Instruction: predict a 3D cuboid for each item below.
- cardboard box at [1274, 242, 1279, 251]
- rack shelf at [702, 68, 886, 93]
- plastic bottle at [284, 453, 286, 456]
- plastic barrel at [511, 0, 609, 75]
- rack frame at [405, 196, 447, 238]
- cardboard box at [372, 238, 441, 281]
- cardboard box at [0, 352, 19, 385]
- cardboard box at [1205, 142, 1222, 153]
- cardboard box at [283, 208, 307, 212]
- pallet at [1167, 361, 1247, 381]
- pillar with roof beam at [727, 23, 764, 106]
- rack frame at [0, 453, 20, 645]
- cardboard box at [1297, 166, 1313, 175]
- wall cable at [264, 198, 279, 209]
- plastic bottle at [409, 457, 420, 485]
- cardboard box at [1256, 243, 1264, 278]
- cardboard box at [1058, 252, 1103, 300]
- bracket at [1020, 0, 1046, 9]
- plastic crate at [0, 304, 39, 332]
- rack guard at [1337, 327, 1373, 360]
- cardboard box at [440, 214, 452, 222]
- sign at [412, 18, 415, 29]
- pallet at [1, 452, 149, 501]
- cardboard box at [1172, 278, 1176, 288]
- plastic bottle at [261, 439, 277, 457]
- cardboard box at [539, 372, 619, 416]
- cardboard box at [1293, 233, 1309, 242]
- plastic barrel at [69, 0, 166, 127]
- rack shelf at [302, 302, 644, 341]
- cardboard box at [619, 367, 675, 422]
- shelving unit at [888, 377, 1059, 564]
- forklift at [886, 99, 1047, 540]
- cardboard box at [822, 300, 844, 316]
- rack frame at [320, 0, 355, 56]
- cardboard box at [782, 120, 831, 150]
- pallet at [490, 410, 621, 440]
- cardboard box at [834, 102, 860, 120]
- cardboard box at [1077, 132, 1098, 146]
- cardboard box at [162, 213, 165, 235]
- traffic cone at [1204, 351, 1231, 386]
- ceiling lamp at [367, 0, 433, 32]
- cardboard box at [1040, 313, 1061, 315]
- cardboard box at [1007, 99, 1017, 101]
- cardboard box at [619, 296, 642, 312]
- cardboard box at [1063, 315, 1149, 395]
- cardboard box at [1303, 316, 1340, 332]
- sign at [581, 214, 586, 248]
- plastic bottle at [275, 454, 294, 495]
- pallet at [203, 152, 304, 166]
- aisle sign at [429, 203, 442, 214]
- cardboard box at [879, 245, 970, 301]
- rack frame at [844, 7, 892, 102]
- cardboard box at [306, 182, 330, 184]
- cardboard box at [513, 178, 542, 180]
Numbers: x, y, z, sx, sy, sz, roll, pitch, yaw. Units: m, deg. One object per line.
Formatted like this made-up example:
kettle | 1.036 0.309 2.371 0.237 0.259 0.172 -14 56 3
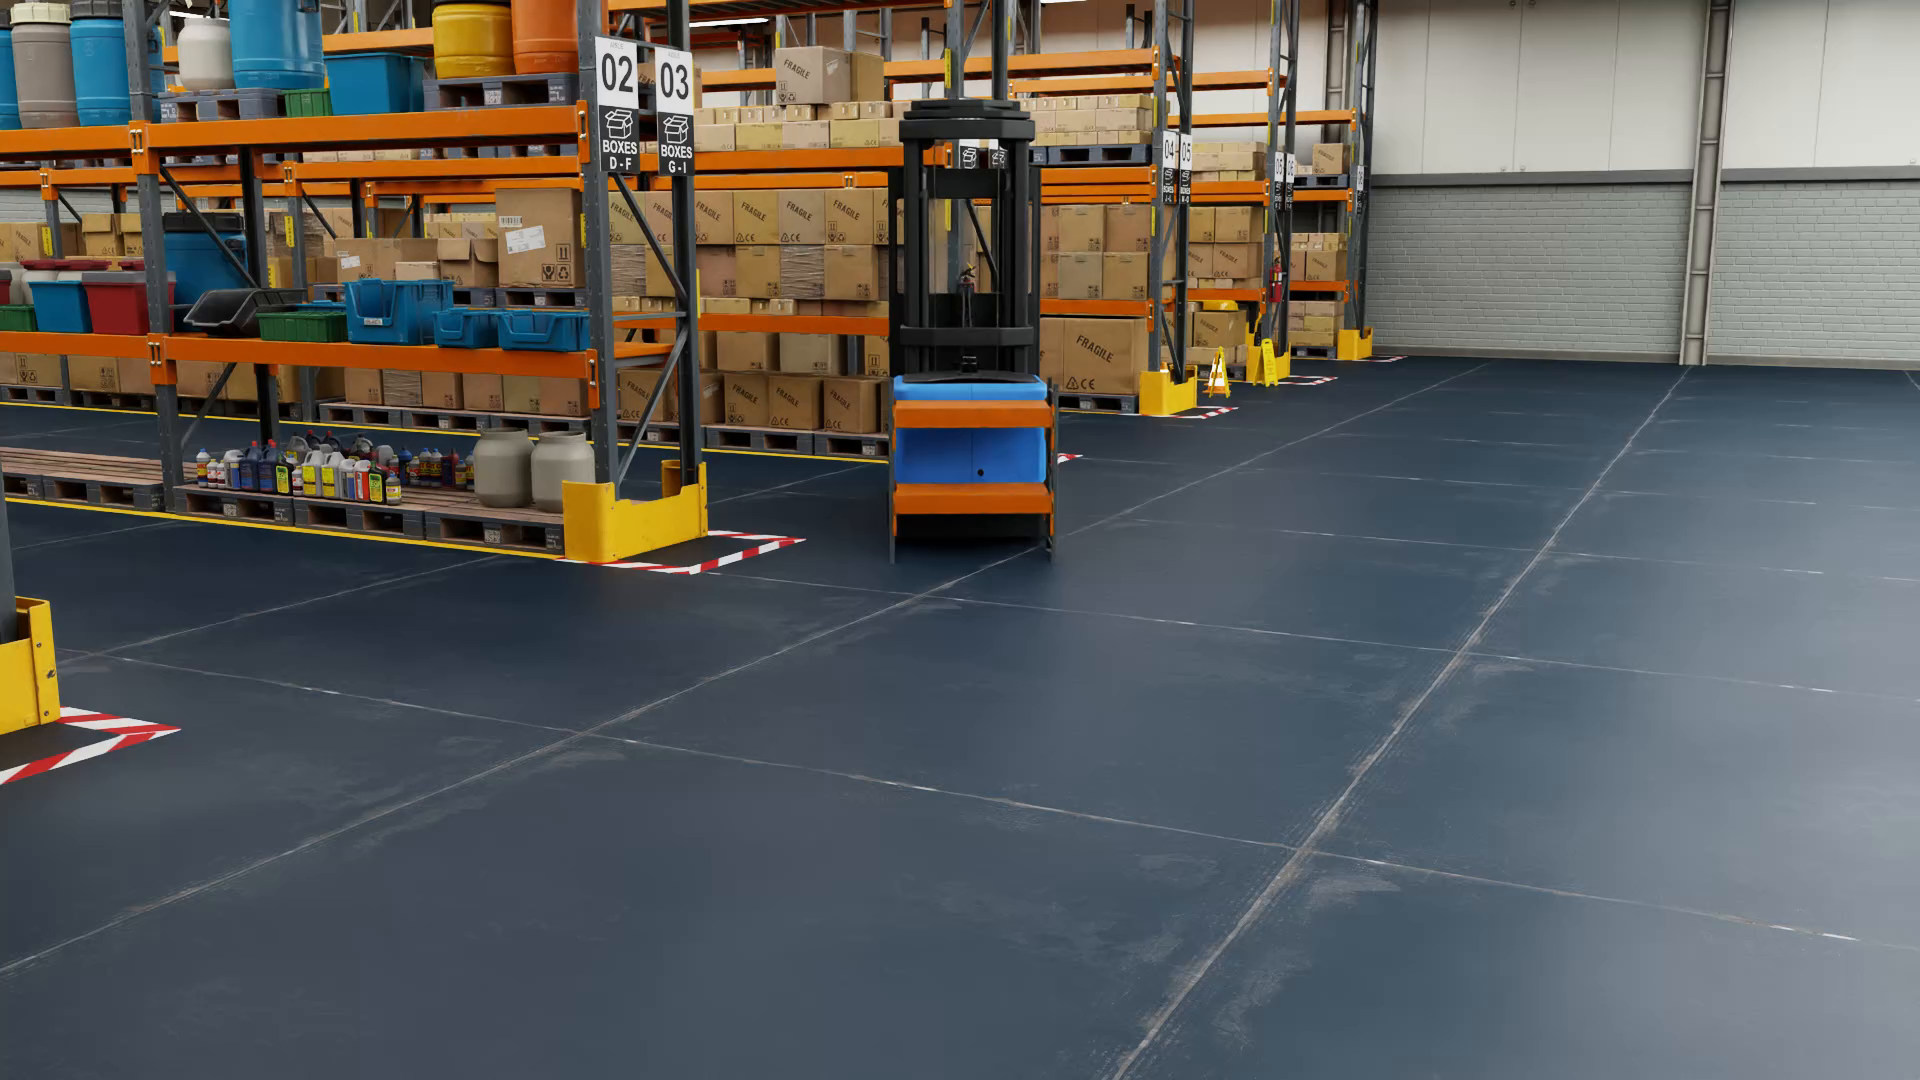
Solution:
cardboard box | 5.377 -5.034 28.520 0.250 0.149 0.380 5 11 24
rack shelf | -2.936 -5.885 21.622 4.000 0.370 1.077 5 11 26
plastic bottle | -5.156 -0.612 12.809 0.097 0.201 0.097 0 10 0
plastic barrel | -2.524 -3.348 10.497 0.708 0.830 0.600 5 11 26
rack frame | -9.804 -5.070 30.823 0.127 3.000 1.000 5 11 26
cardboard box | -5.968 -3.049 18.194 0.500 0.500 0.700 7 12 34
cardboard box | -11.965 -2.469 21.238 0.875 0.875 0.875 5 11 26
cardboard box | 3.660 -5.577 23.668 0.250 0.149 0.380 5 11 25
cardboard box | -9.776 -4.720 24.966 0.500 0.500 0.500 5 12 27
pallet | 3.764 -2.513 24.523 1.213 0.211 1.003 5 11 26
pillar with roof beam | -6.154 -8.011 30.228 0.548 9.000 9.100 5 11 26
rack frame | -4.227 -0.645 6.371 0.127 3.000 1.000 5 11 26
cardboard box | 5.860 -6.228 28.040 0.250 0.149 0.380 5 11 24
wall cable | -14.254 -6.238 34.423 0.122 1.984 0.588 5 11 26
plastic bottle | -4.006 -0.511 12.251 0.097 0.201 0.097 0 10 0
cardboard box | 4.243 -4.087 24.272 0.500 0.500 0.500 5 11 25
cardboard box | 1.589 -3.147 19.773 0.550 0.550 0.875 5 11 26
bracket | 1.347 -9.908 30.600 0.430 0.232 0.235 5 11 26
plastic crate | -7.305 -1.739 13.010 0.662 0.188 0.450 5 11 26
rack guard | 6.759 -3.371 28.450 0.348 0.500 1.175 5 11 26
cardboard box | -9.159 -5.810 30.002 0.250 0.149 0.380 5 12 28
sign | -8.076 -7.535 24.530 0.005 0.325 0.100 5 11 26
pallet | -7.438 -0.530 13.568 1.213 0.211 1.003 5 11 26
cardboard box | 3.206 -3.765 24.317 0.250 0.149 0.380 5 11 27
plastic bottle | -5.015 -0.557 12.088 0.185 0.351 0.144 5 11 26
cardboard box | -3.968 -1.580 17.323 0.500 0.500 0.700 4 11 21
cardboard box | 5.842 -5.143 28.285 0.250 0.149 0.380 5 12 27
plastic barrel | -6.171 -3.479 12.200 0.708 0.901 0.600 5 11 26
rack shelf | -5.221 -2.346 17.788 4.000 0.370 1.077 5 11 26
cardboard box | -3.086 -1.481 16.829 0.500 0.500 0.500 5 11 24
shelving unit | 0.075 -0.449 10.551 1.048 1.125 0.538 0 10 -2
forklift | 0.022 -1.659 12.168 1.130 2.935 3.031 0 10 -2
cardboard box | -1.081 -2.172 15.516 0.250 0.149 0.380 5 11 26
rack frame | -7.014 -5.809 18.060 0.127 3.000 1.000 5 11 26
cardboard box | -1.290 -3.707 15.289 0.500 0.250 0.500 5 12 27
pallet | -4.126 -1.231 17.439 1.213 0.211 1.003 5 11 26
cardboard box | -0.938 -3.857 14.995 0.250 0.149 0.380 5 11 26
cardboard box | 1.541 -4.631 19.220 0.250 0.149 0.380 5 11 27
cardboard box | -8.850 -3.564 19.401 0.637 0.503 0.797 5 12 28
traffic cone | 3.588 -2.389 23.131 0.334 0.463 0.336 5 11 26
ceiling lamp | -11.045 -11.527 33.263 0.800 3.185 2.000 5 11 26
cardboard box | 1.367 -3.258 25.243 0.500 0.500 0.500 6 12 29
cardboard box | 0.625 -5.104 19.593 0.250 0.149 0.380 5 11 26
cardboard box | -3.149 -2.332 16.396 0.250 0.149 0.380 5 11 26
cardboard box | 1.808 -2.215 19.833 0.875 0.875 0.875 5 11 26
cardboard box | 6.163 -3.691 28.337 0.500 0.250 0.500 5 11 25
sign | -3.670 -3.023 16.258 0.005 0.325 0.100 5 11 26
plastic bottle | -4.780 -0.466 11.776 0.133 0.283 0.061 6 12 28
pallet | -7.615 -4.283 18.578 1.003 0.211 1.213 6 12 28
aisle sign | -9.731 -6.405 30.896 0.004 0.787 0.394 5 11 26
cardboard box | -0.321 -2.470 15.340 0.500 0.500 0.875 5 11 26
rack frame | -1.142 -6.278 20.652 0.127 3.000 1.000 5 11 26
cardboard box | -9.318 -5.396 24.618 0.500 0.250 0.500 5 11 26
cardboard box | -5.808 -5.208 22.882 0.500 0.500 0.500 5 11 26
